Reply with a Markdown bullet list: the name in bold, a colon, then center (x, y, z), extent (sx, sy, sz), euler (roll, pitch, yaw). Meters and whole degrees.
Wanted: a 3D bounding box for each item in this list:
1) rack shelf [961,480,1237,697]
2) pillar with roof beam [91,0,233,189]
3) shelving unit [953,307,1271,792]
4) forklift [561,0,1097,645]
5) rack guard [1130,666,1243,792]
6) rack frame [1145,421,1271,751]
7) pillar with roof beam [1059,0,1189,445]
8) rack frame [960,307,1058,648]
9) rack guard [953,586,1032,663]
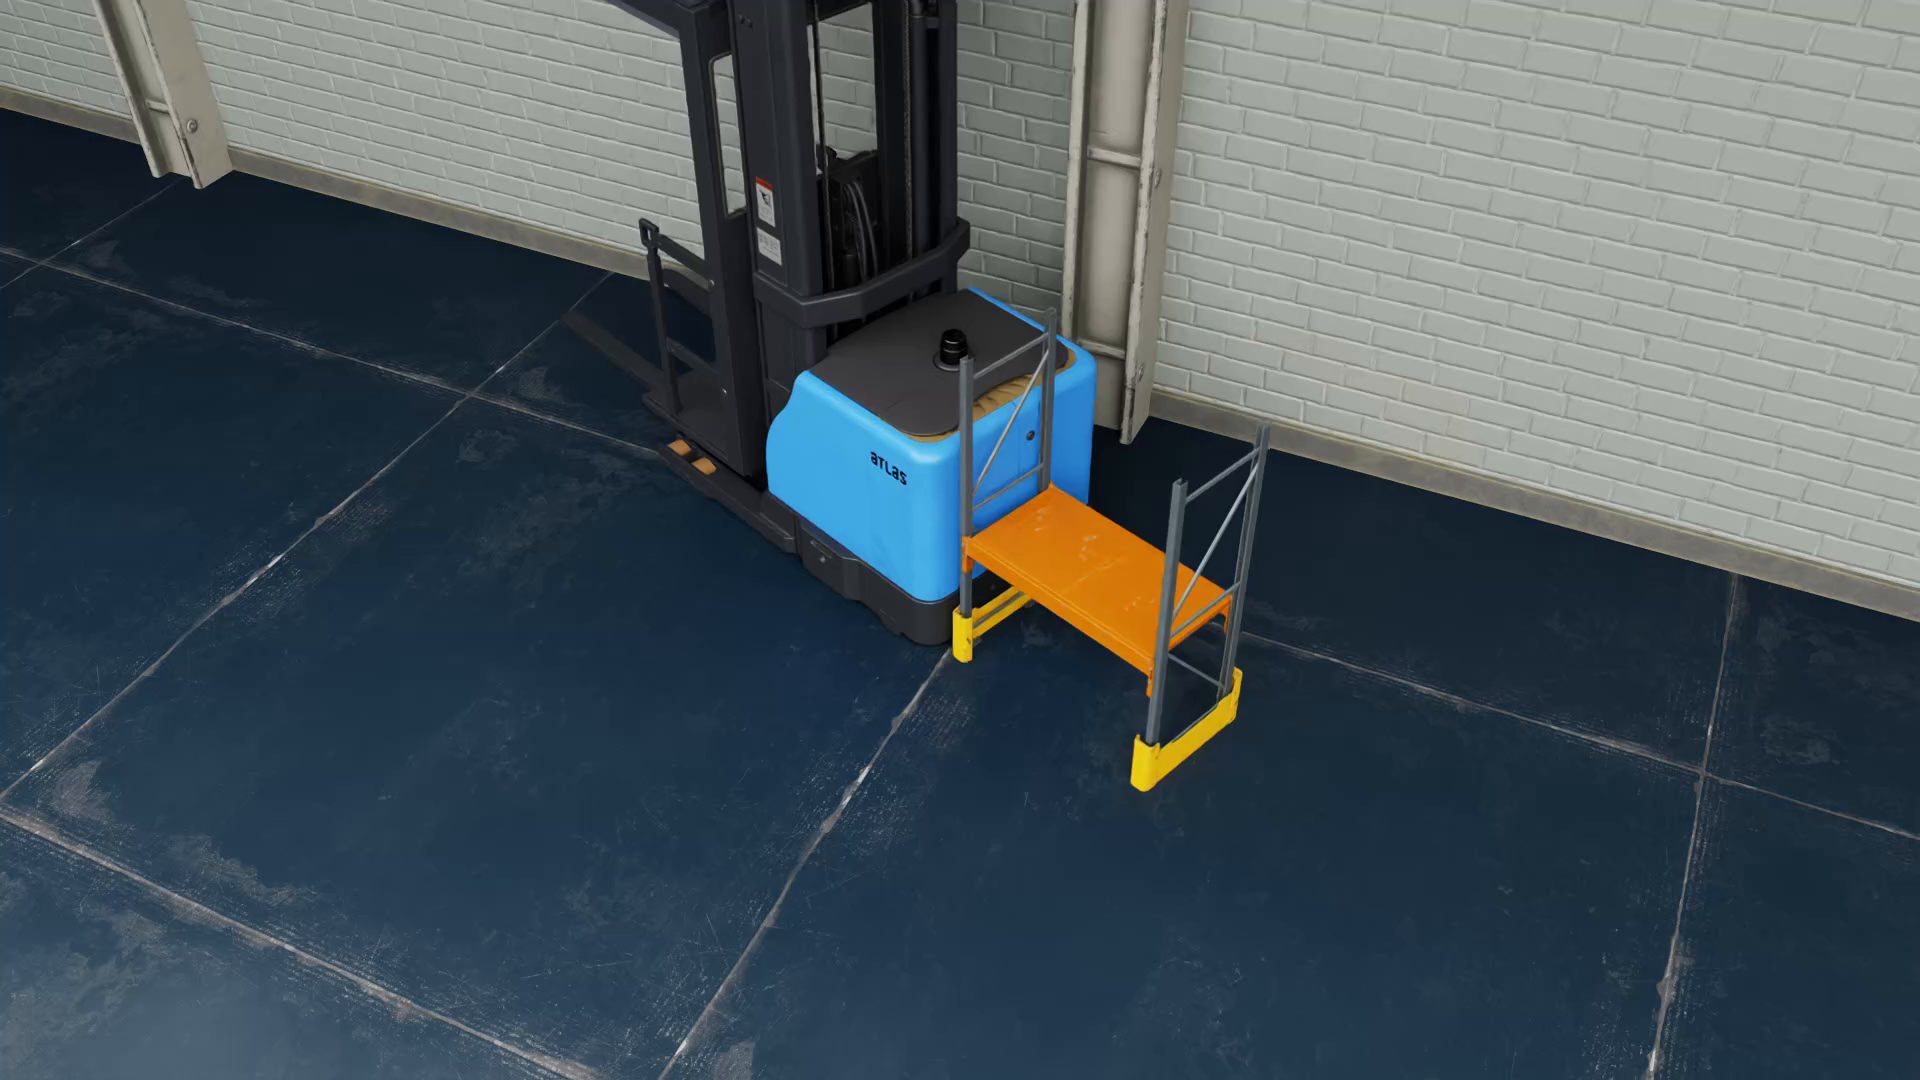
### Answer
- **rack shelf**: center (0.543, 0.168, 6.569), extent (0.538, 0.185, 1.000), euler (-33, 51, -32)
- **pillar with roof beam**: center (-6.539, -3.119, 4.362), extent (0.400, 9.000, 9.100), euler (17, 44, 19)
- **shelving unit**: center (0.550, 0.037, 6.446), extent (0.587, 1.500, 1.083), euler (-33, 51, -32)
- **forklift**: center (-0.792, -1.537, 7.169), extent (1.130, 2.935, 3.031), euler (-32, 50, -31)
- **rack guard**: center (0.899, 0.741, 6.588), extent (0.587, 0.250, 0.087), euler (-33, 51, -32)
- **rack frame**: center (0.900, 0.270, 6.178), extent (0.500, 1.500, 0.032), euler (-33, 51, -32)
- **pillar with roof beam**: center (-1.102, -1.457, 2.445), extent (0.400, 9.000, 9.100), euler (17, 44, 19)
- **rack frame**: center (0.186, -0.205, 6.725), extent (0.500, 1.500, 0.032), euler (-33, 51, -32)
- **rack guard**: center (0.200, 0.277, 7.124), extent (0.587, 0.250, 0.087), euler (-33, 51, -32)
